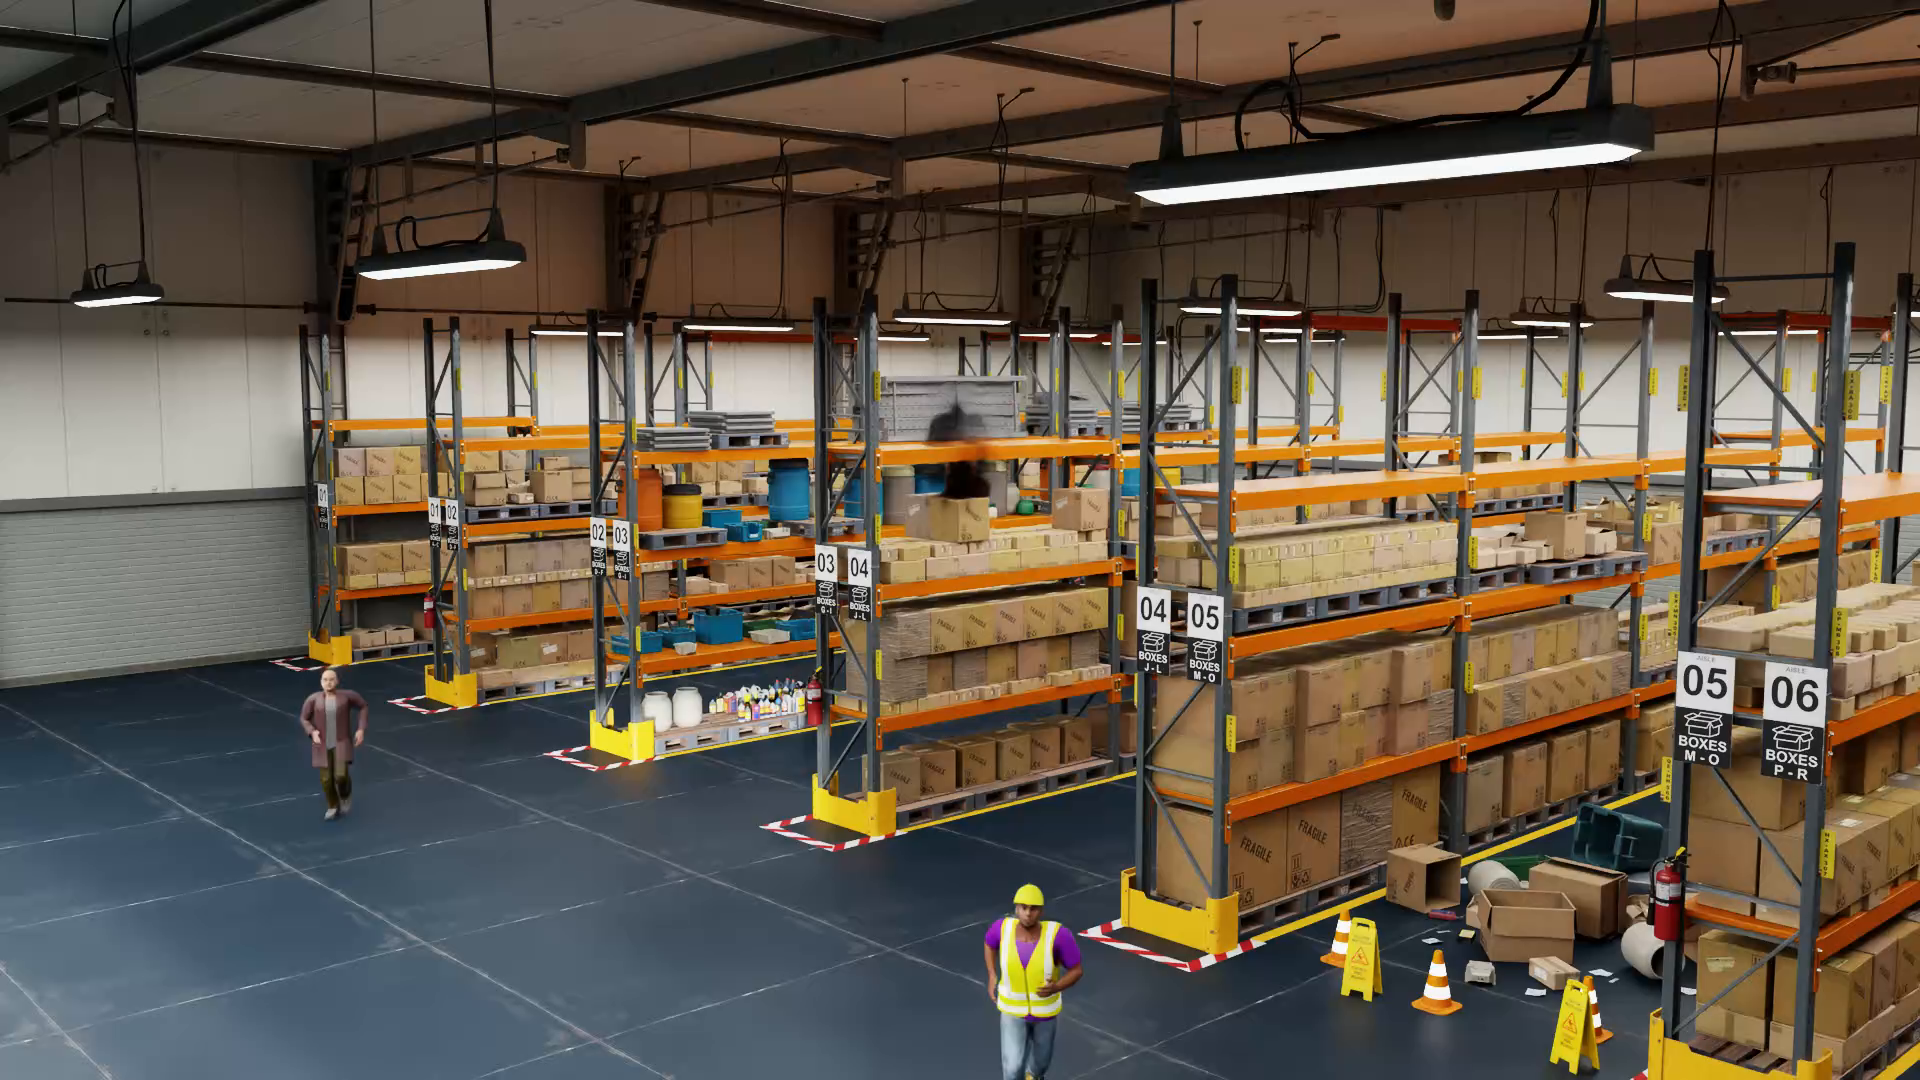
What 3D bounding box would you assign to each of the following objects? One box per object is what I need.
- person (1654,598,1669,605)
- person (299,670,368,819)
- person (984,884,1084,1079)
[{"bbox_3d":[10.852,1.738,25.642,0.860,1.722,0.626,-5,7,-39],"label":"person"},{"bbox_3d":[-7.217,2.363,19.174,0.742,1.741,0.639,-2,6,-15],"label":"person"},{"bbox_3d":[0.494,3.172,11.169,0.661,1.799,1.091,0,6,0],"label":"person"}]
